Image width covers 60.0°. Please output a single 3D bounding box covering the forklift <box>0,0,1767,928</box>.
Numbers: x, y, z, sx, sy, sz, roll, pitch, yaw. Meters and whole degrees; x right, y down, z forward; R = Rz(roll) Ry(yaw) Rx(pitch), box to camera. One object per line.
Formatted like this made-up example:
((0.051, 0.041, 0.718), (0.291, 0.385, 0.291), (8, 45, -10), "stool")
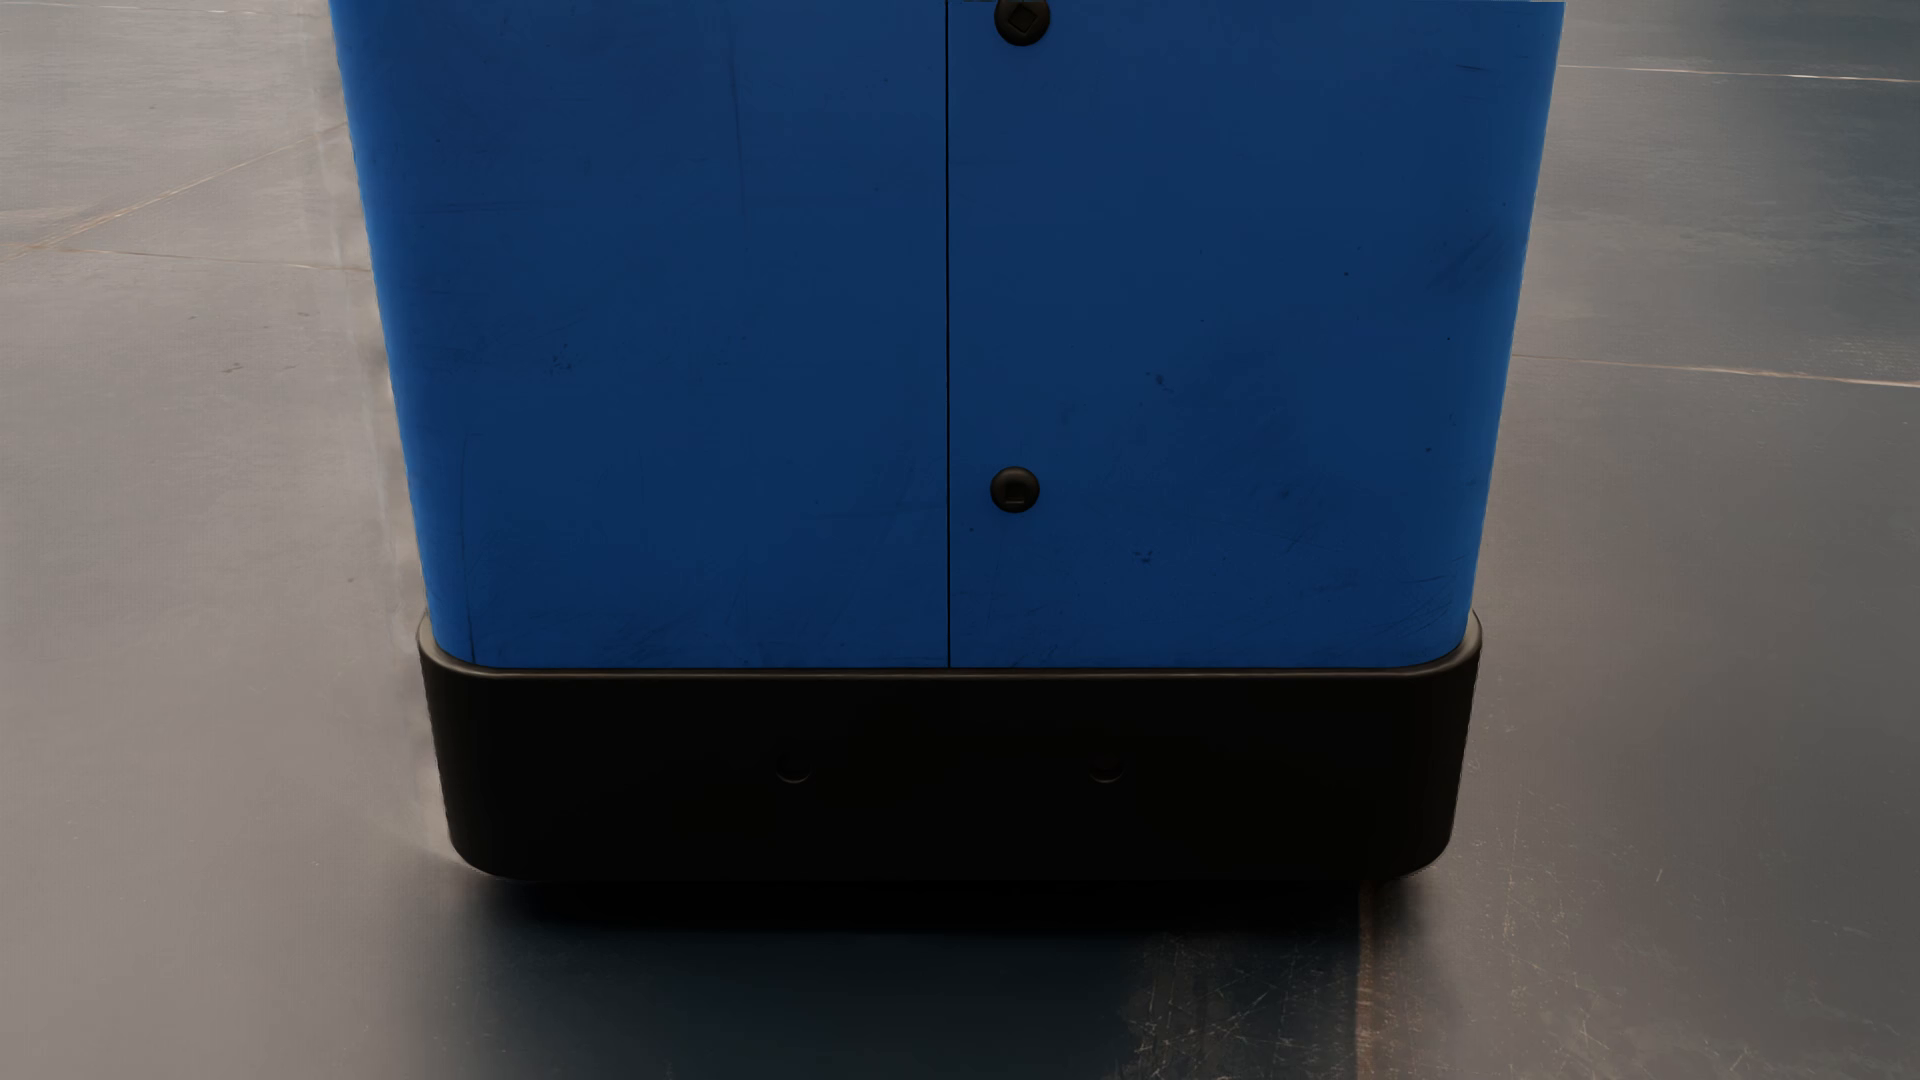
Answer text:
((-0.511, -1.185, 1.595), (3.031, 2.935, 1.130), (-13, 29, -24), "forklift")
